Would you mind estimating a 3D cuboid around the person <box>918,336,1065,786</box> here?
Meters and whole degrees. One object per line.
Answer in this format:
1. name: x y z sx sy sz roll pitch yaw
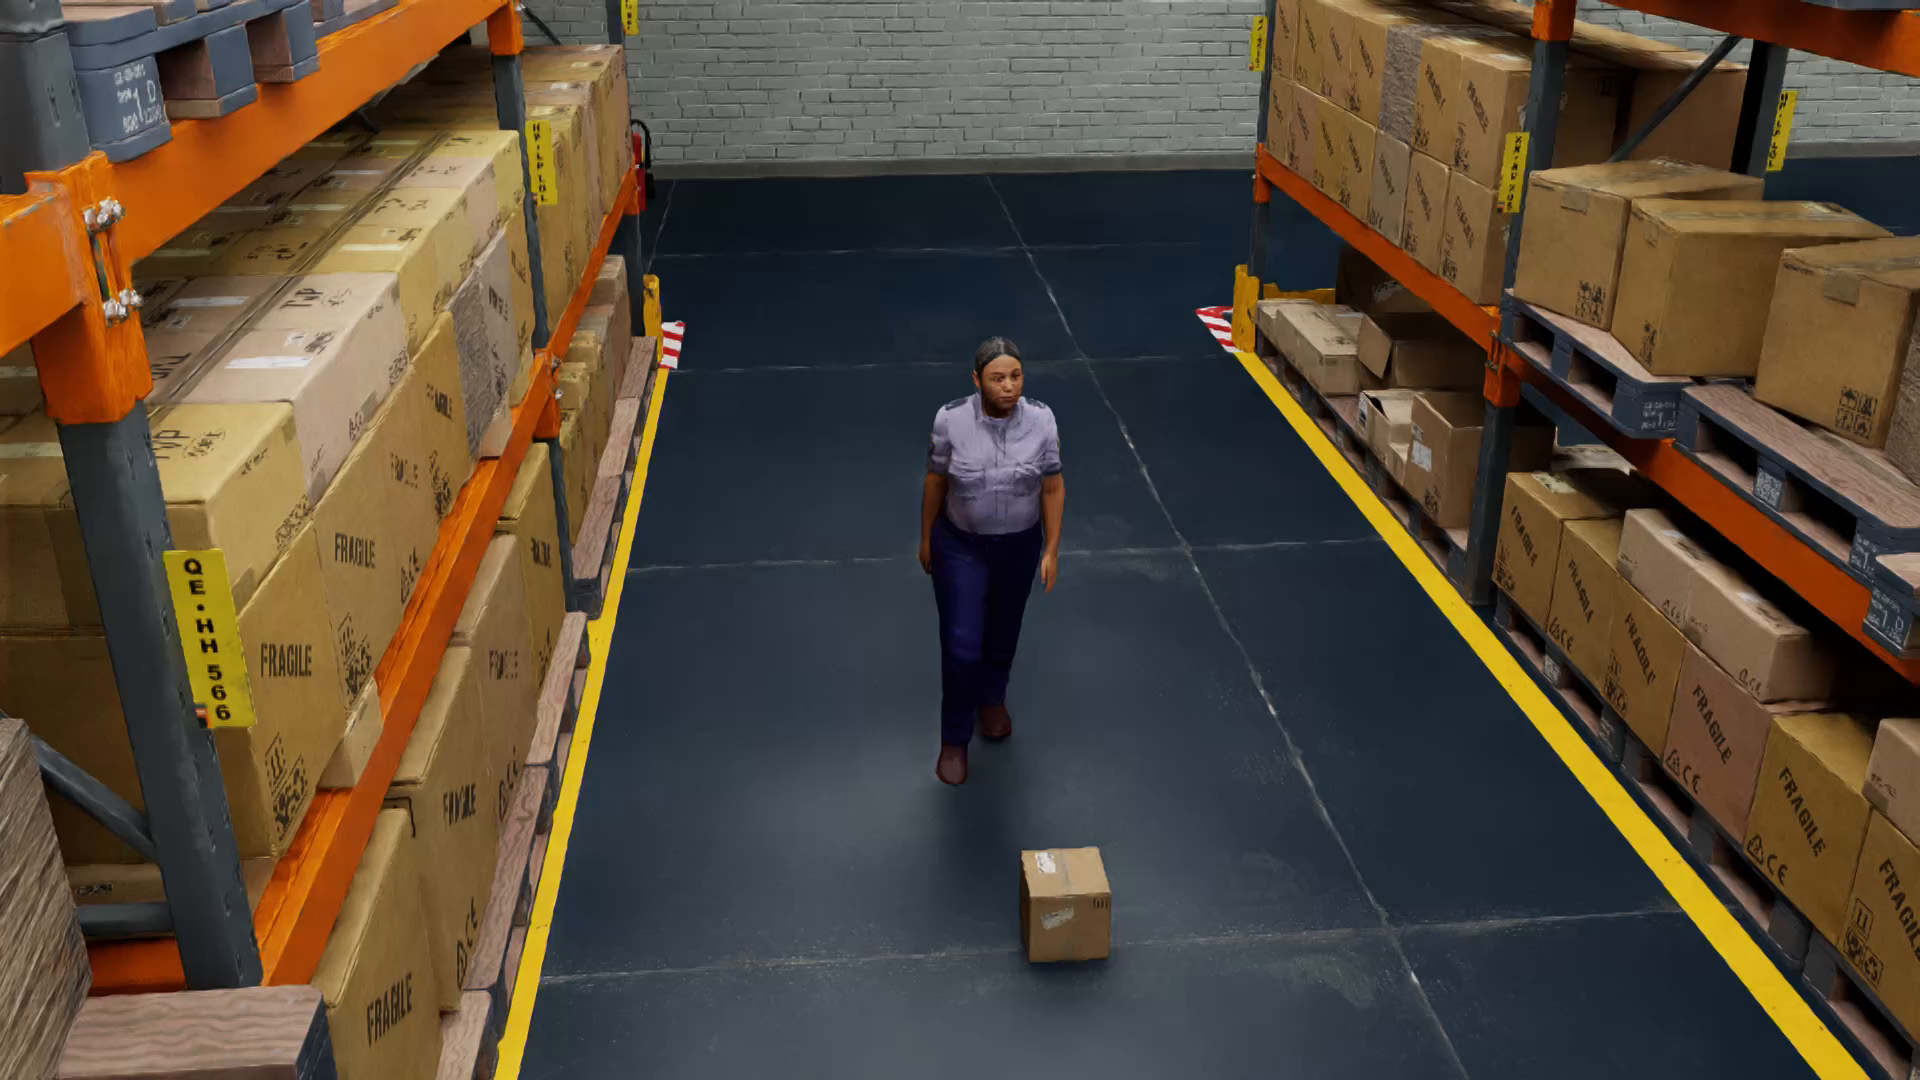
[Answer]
1. person: 0.114 0.038 6.067 0.501 1.666 0.558 -5 24 -12
